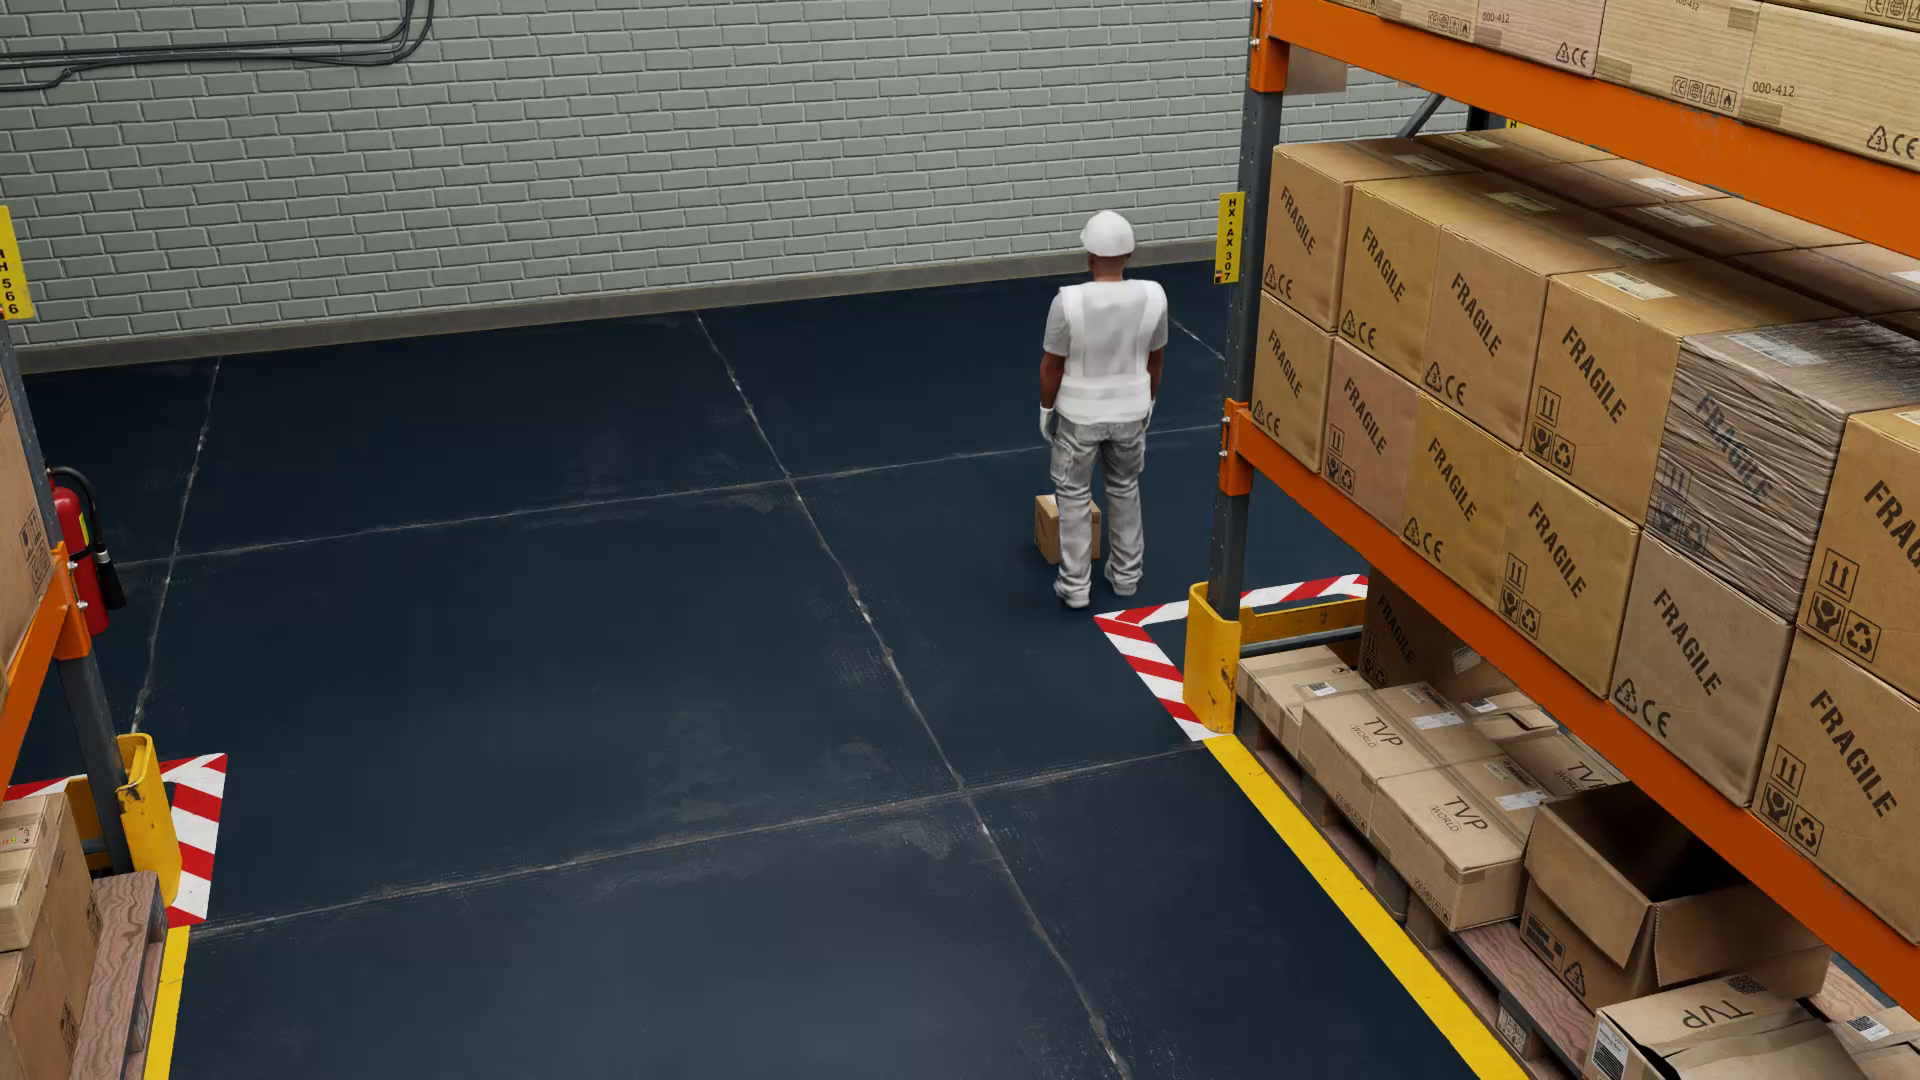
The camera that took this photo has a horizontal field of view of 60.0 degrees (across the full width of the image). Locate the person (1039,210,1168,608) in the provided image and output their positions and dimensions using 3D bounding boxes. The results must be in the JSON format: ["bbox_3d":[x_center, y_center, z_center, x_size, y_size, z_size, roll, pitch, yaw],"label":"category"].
[{"bbox_3d":[0.602,-0.559,7.260,0.549,1.795,0.393,-6,27,-11],"label":"person"}]
